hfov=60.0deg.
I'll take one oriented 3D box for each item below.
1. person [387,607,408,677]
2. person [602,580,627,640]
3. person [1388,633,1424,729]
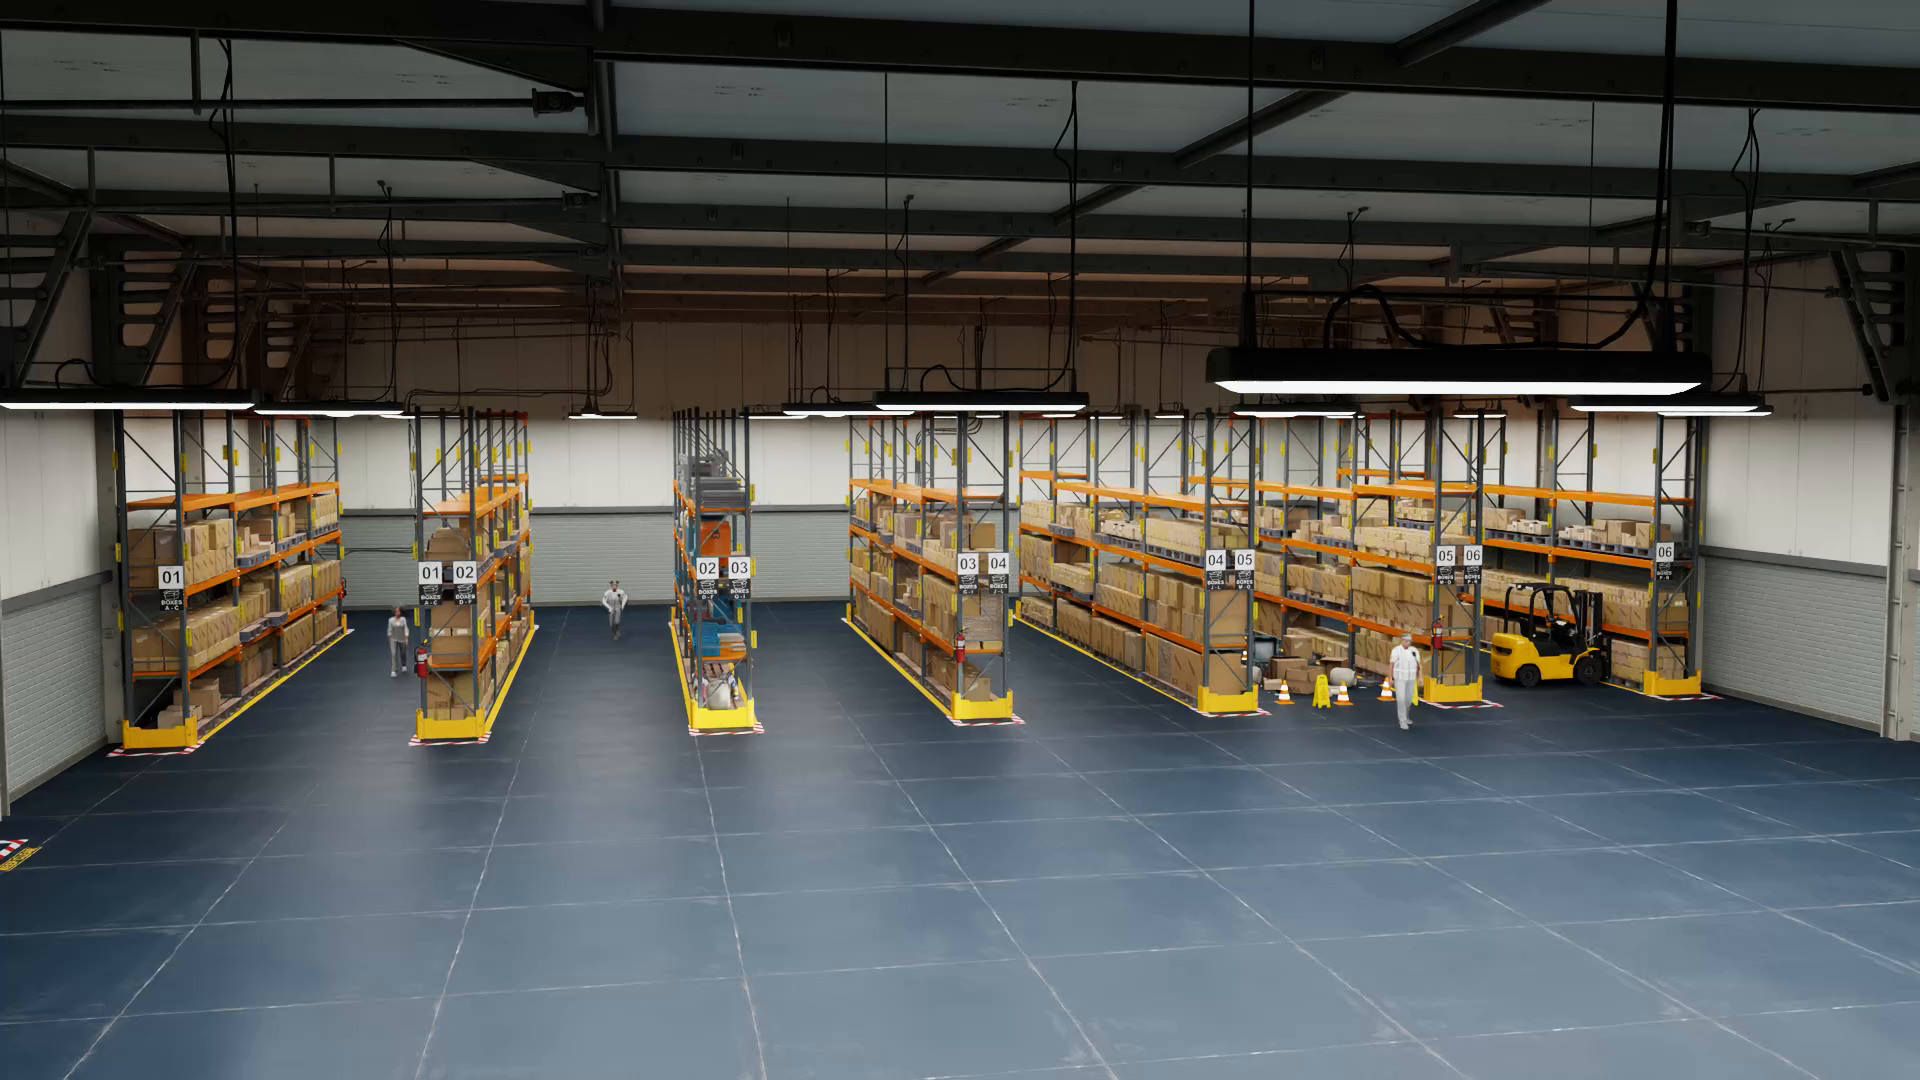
[{"bbox_3d":[-12.656,2.266,37.442,0.462,1.539,0.972,-1,4,-11],"label":"person"},{"bbox_3d":[-9.037,1.832,43.555,0.596,1.601,0.702,0,4,-2],"label":"person"},{"bbox_3d":[8.397,2.641,31.272,0.598,1.792,0.641,-1,4,-8],"label":"person"}]
